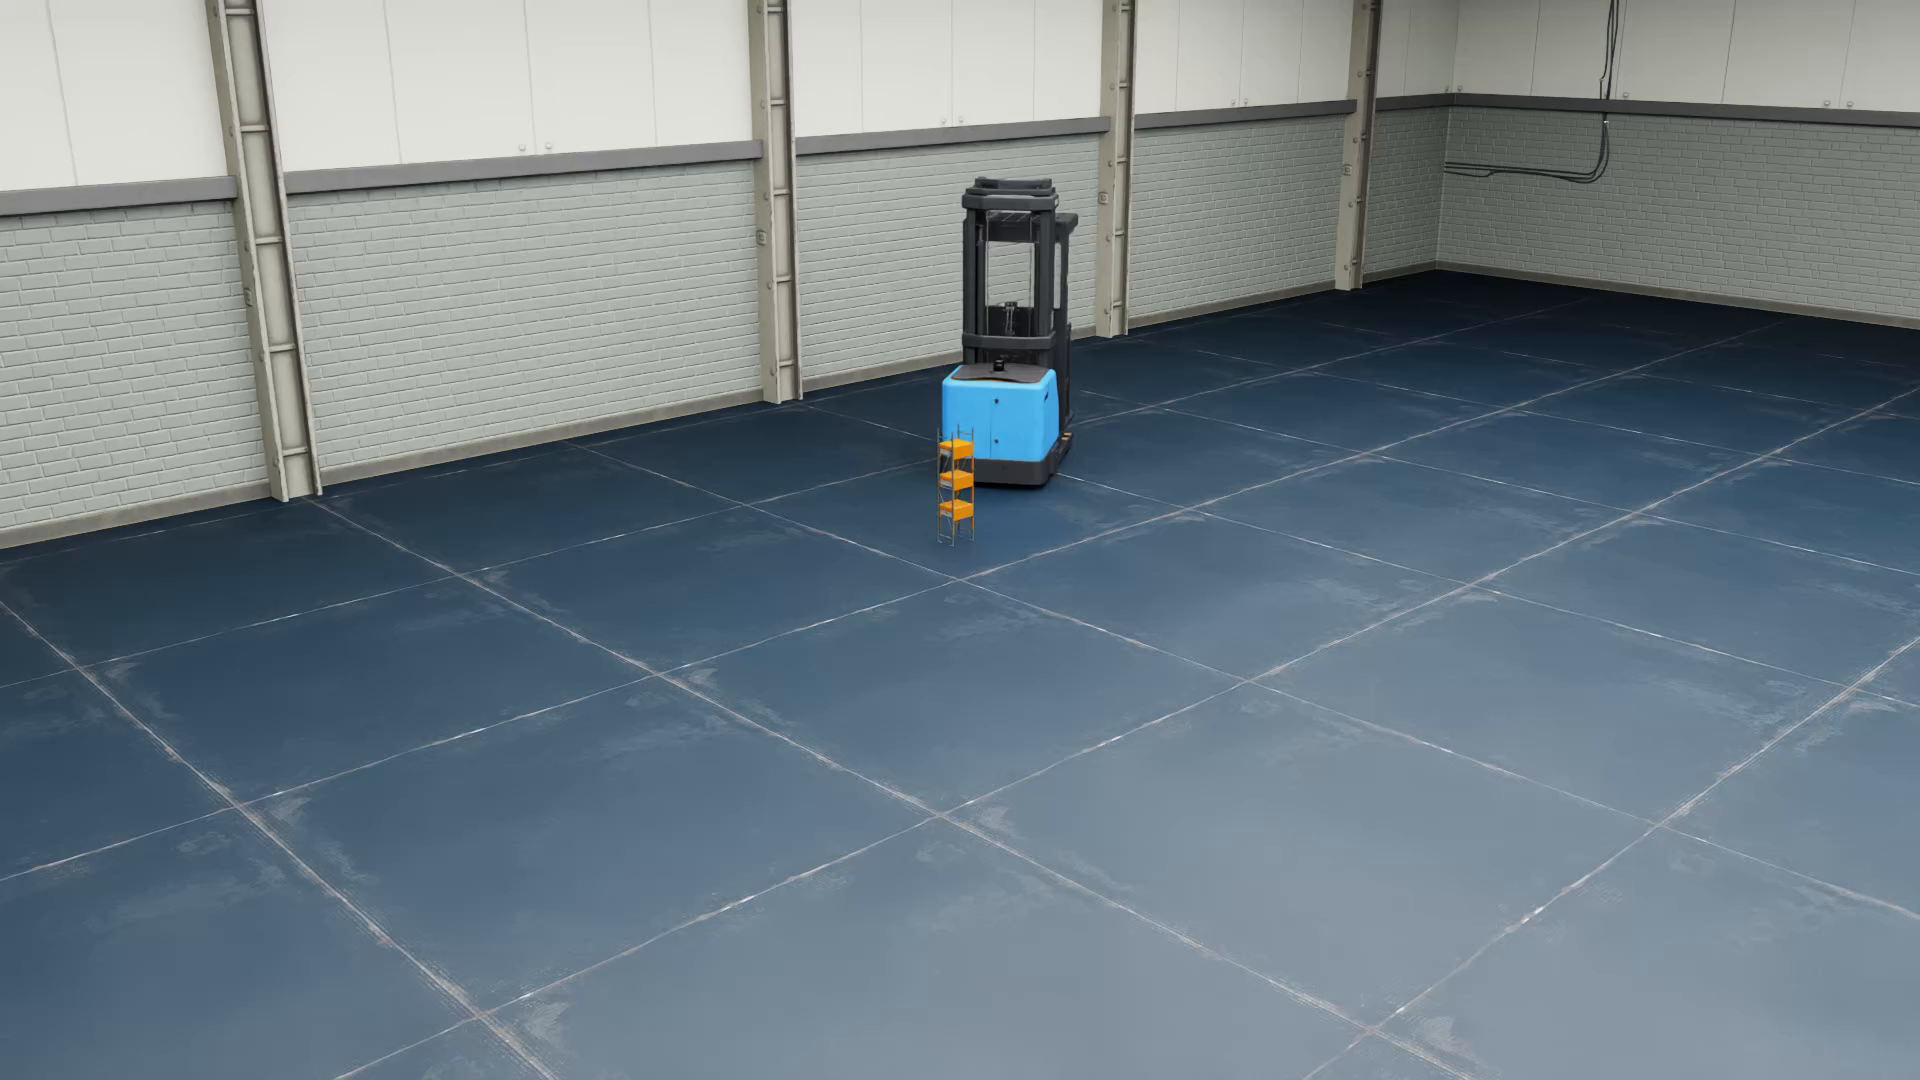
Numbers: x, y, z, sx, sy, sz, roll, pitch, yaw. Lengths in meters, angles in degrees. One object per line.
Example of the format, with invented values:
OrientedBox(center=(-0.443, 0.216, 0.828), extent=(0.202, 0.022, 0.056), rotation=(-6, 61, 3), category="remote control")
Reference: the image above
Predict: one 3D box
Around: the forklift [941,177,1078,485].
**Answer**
OrientedBox(center=(0.623, -2.351, 17.483), extent=(1.130, 2.935, 3.031), rotation=(4, 18, 12), category="forklift")

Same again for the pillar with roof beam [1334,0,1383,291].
OrientedBox(center=(9.514, -7.574, 23.754), extent=(0.400, 9.000, 9.100), rotation=(-16, 24, -41), category="pillar with roof beam")

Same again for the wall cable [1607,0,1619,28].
OrientedBox(center=(11.464, -9.186, 25.571), extent=(0.112, 2.526, 3.097), rotation=(-16, 24, -41), category="wall cable")

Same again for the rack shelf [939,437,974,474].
OrientedBox(center=(-0.039, -0.748, 14.704), extent=(0.240, 0.259, 0.215), rotation=(-16, 24, -41), category="rack shelf")

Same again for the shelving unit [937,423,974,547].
OrientedBox(center=(-0.039, -0.488, 14.788), extent=(0.252, 1.050, 0.215), rotation=(-16, 24, -41), category="shelving unit")

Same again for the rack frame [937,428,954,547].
OrientedBox(center=(-0.128, -0.462, 14.708), extent=(0.008, 1.050, 0.200), rotation=(-16, 24, -41), category="rack frame")

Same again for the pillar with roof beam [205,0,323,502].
OrientedBox(center=(-3.565, -3.760, 11.990), extent=(0.400, 9.000, 9.100), rotation=(-16, 24, -41), category="pillar with roof beam")

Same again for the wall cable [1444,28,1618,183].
OrientedBox(center=(9.606, -7.390, 28.220), extent=(0.112, 2.526, 3.097), rotation=(-16, 24, -41), category="wall cable")

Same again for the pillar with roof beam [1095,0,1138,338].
OrientedBox(center=(5.155, -6.303, 19.833), extent=(0.400, 9.000, 9.100), rotation=(-16, 24, -41), category="pillar with roof beam")

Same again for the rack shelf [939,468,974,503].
OrientedBox(center=(-0.039, -0.478, 14.791), extent=(0.240, 0.259, 0.215), rotation=(-16, 24, -41), category="rack shelf")

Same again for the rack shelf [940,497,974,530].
OrientedBox(center=(-0.039, -0.214, 14.877), extent=(0.240, 0.259, 0.215), rotation=(-16, 24, -41), category="rack shelf")

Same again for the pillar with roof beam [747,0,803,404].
OrientedBox(center=(0.795, -5.031, 15.912), extent=(0.400, 9.000, 9.100), rotation=(-16, 24, -41), category="pillar with roof beam")

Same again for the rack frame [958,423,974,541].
OrientedBox(center=(0.050, -0.514, 14.868), extent=(0.008, 1.050, 0.200), rotation=(-16, 24, -41), category="rack frame")
